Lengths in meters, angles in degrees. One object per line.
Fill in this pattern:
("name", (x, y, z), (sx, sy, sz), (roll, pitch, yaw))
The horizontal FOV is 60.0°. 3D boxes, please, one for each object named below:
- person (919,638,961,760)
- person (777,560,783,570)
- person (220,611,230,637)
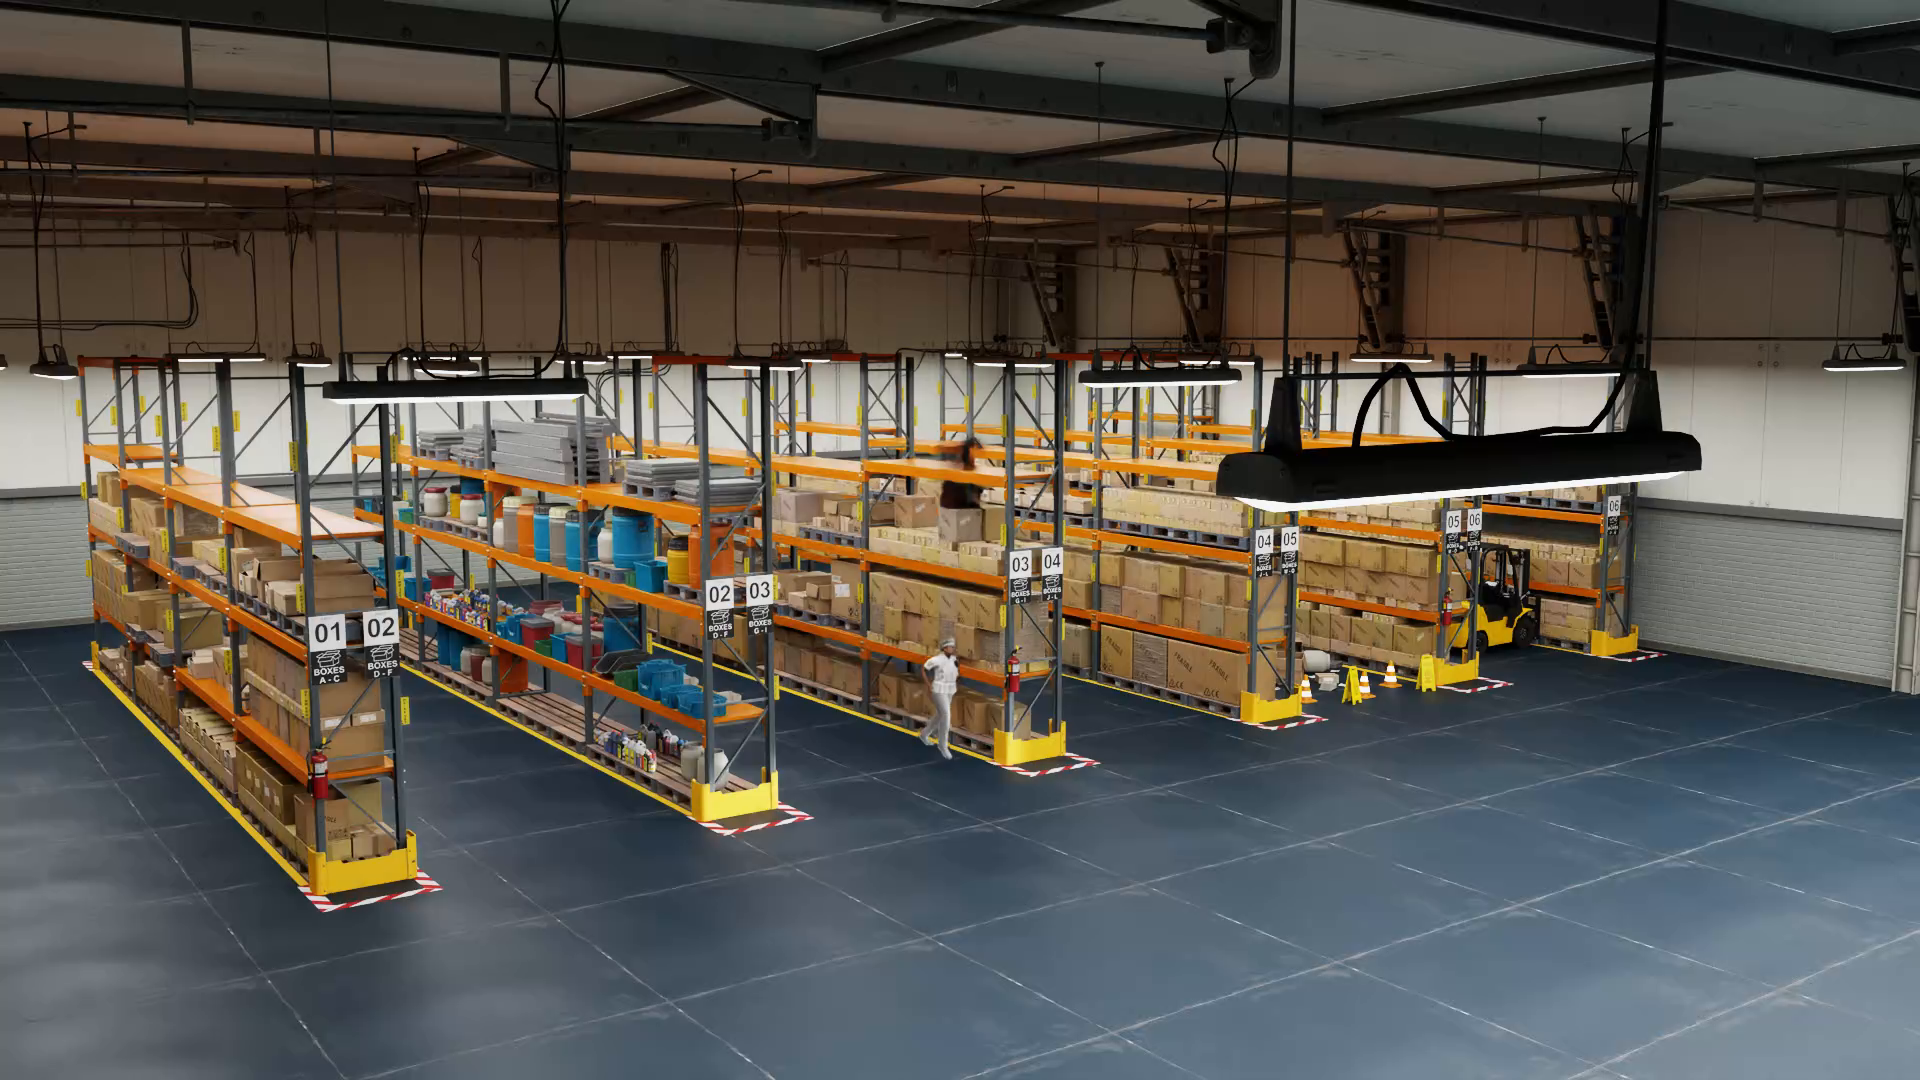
("person", (-0.263, 2.282, 24.476), (0.784, 1.731, 0.575), (7, 10, 43))
("person", (-3.863, 1.235, 34.940), (0.710, 1.759, 0.660), (-6, 9, -42))
("person", (-14.589, 1.531, 33.075), (0.711, 1.681, 0.635), (4, 8, 32))
